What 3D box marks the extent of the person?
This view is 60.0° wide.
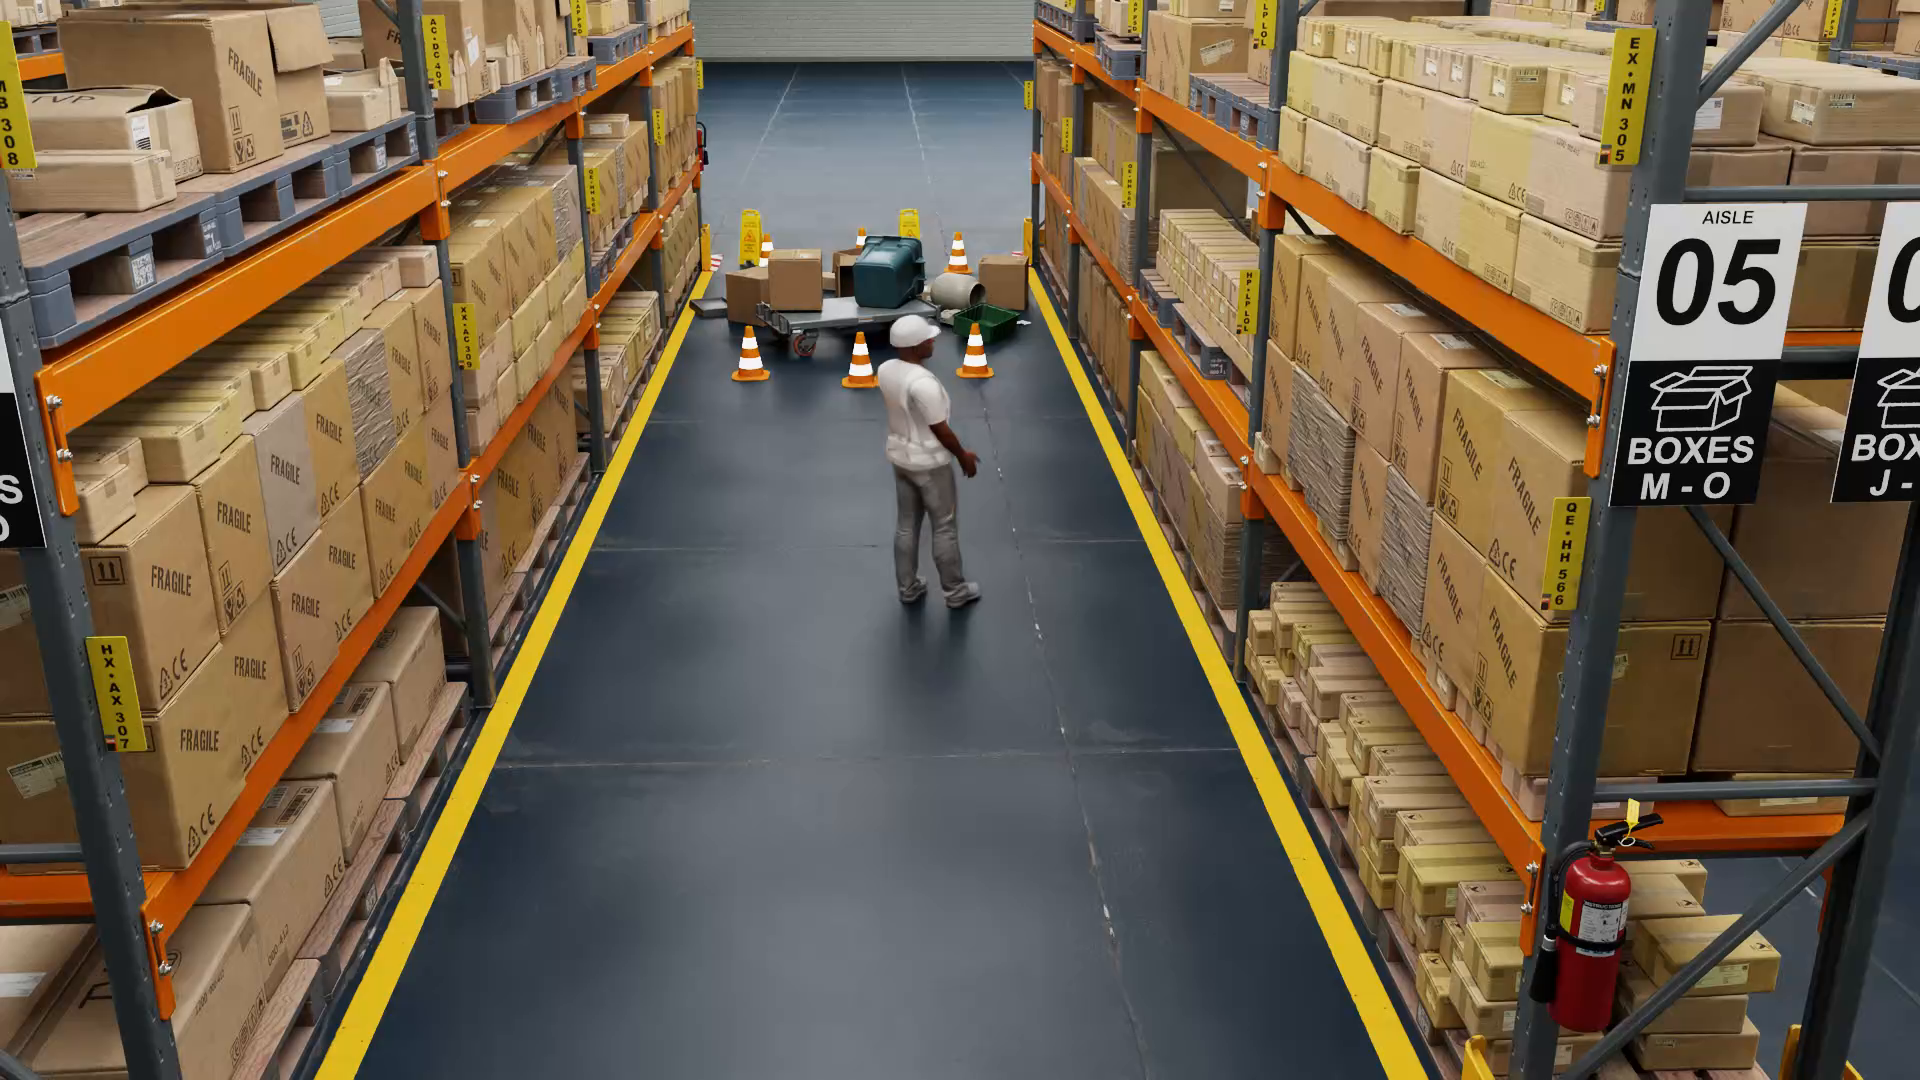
[{"bbox_3d":[-0.179,-0.479,9.803,0.563,1.771,0.559,-14,25,-34],"label":"person"}]
